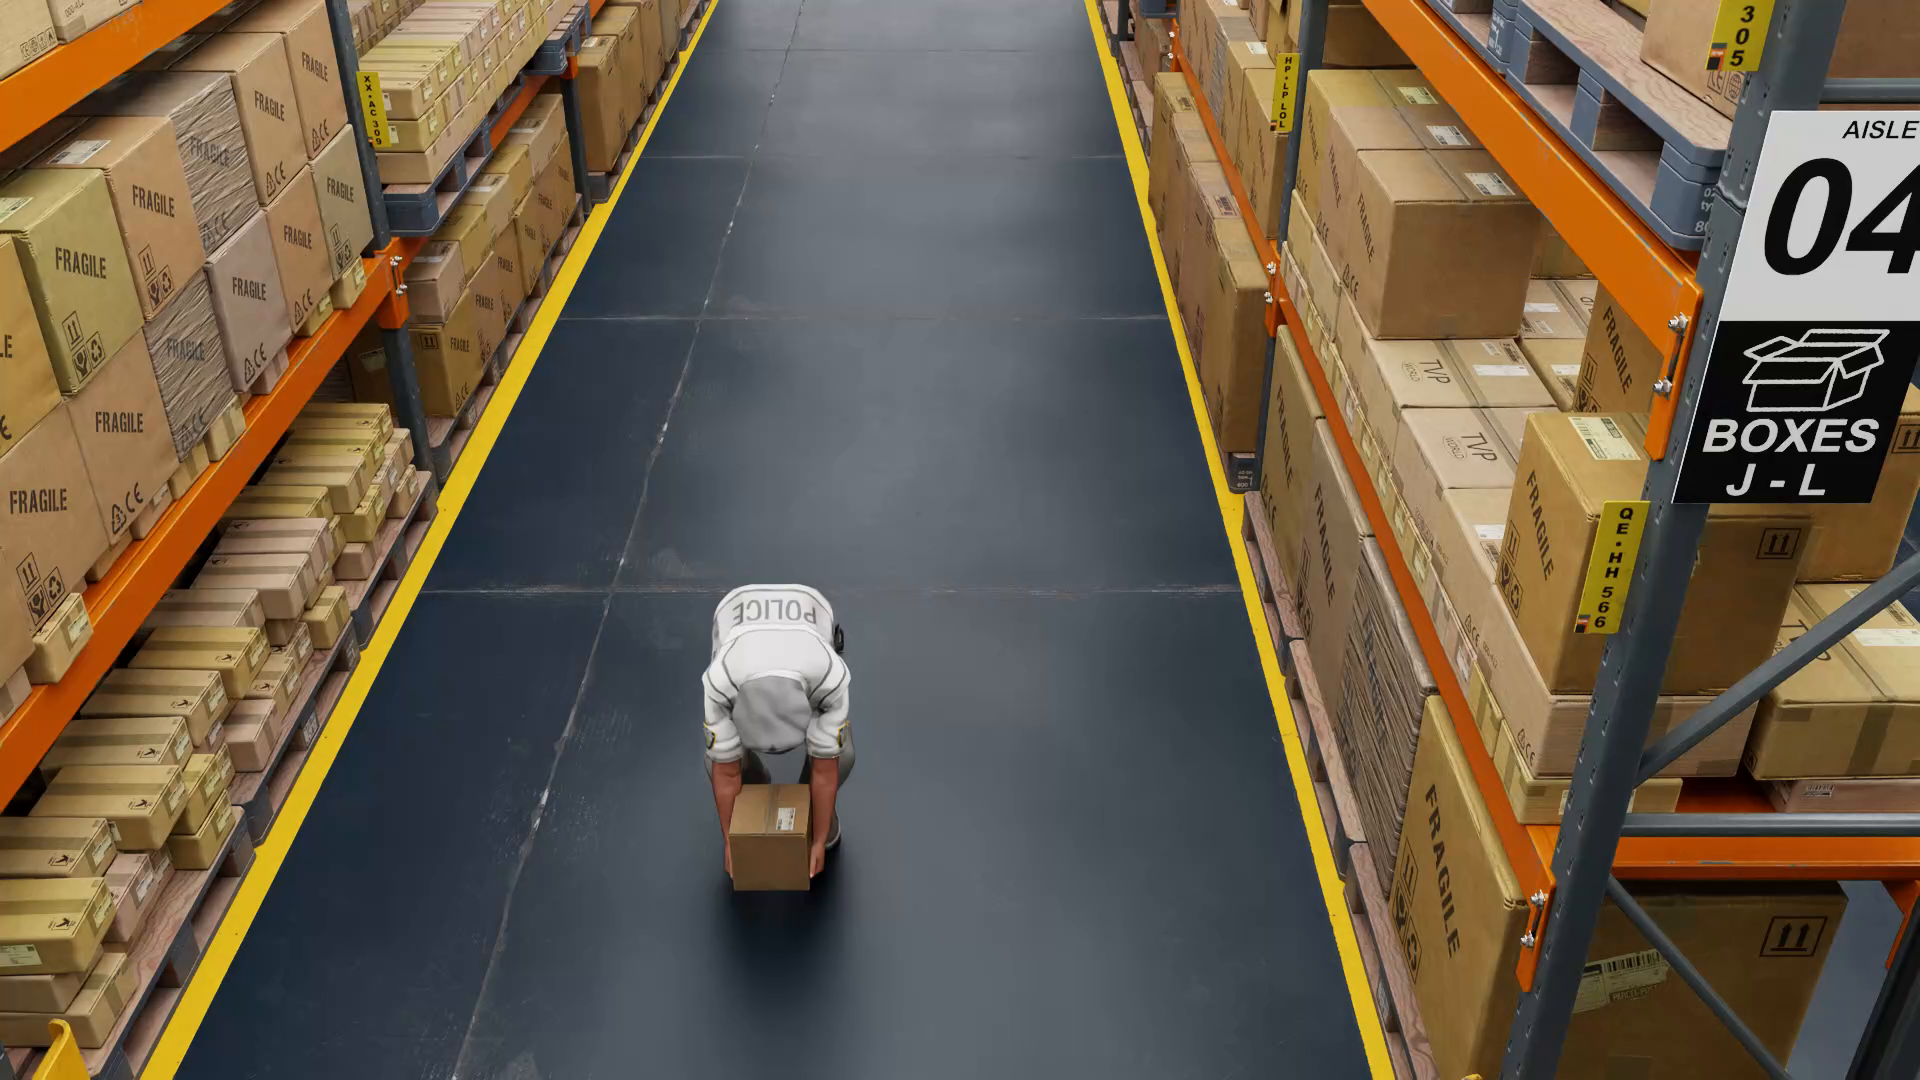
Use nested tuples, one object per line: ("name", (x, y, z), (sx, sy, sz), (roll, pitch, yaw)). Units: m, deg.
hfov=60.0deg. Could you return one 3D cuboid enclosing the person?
("person", (-0.627, 0.679, 5.706), (0.528, 1.035, 1.026), (-2, 31, -2))
